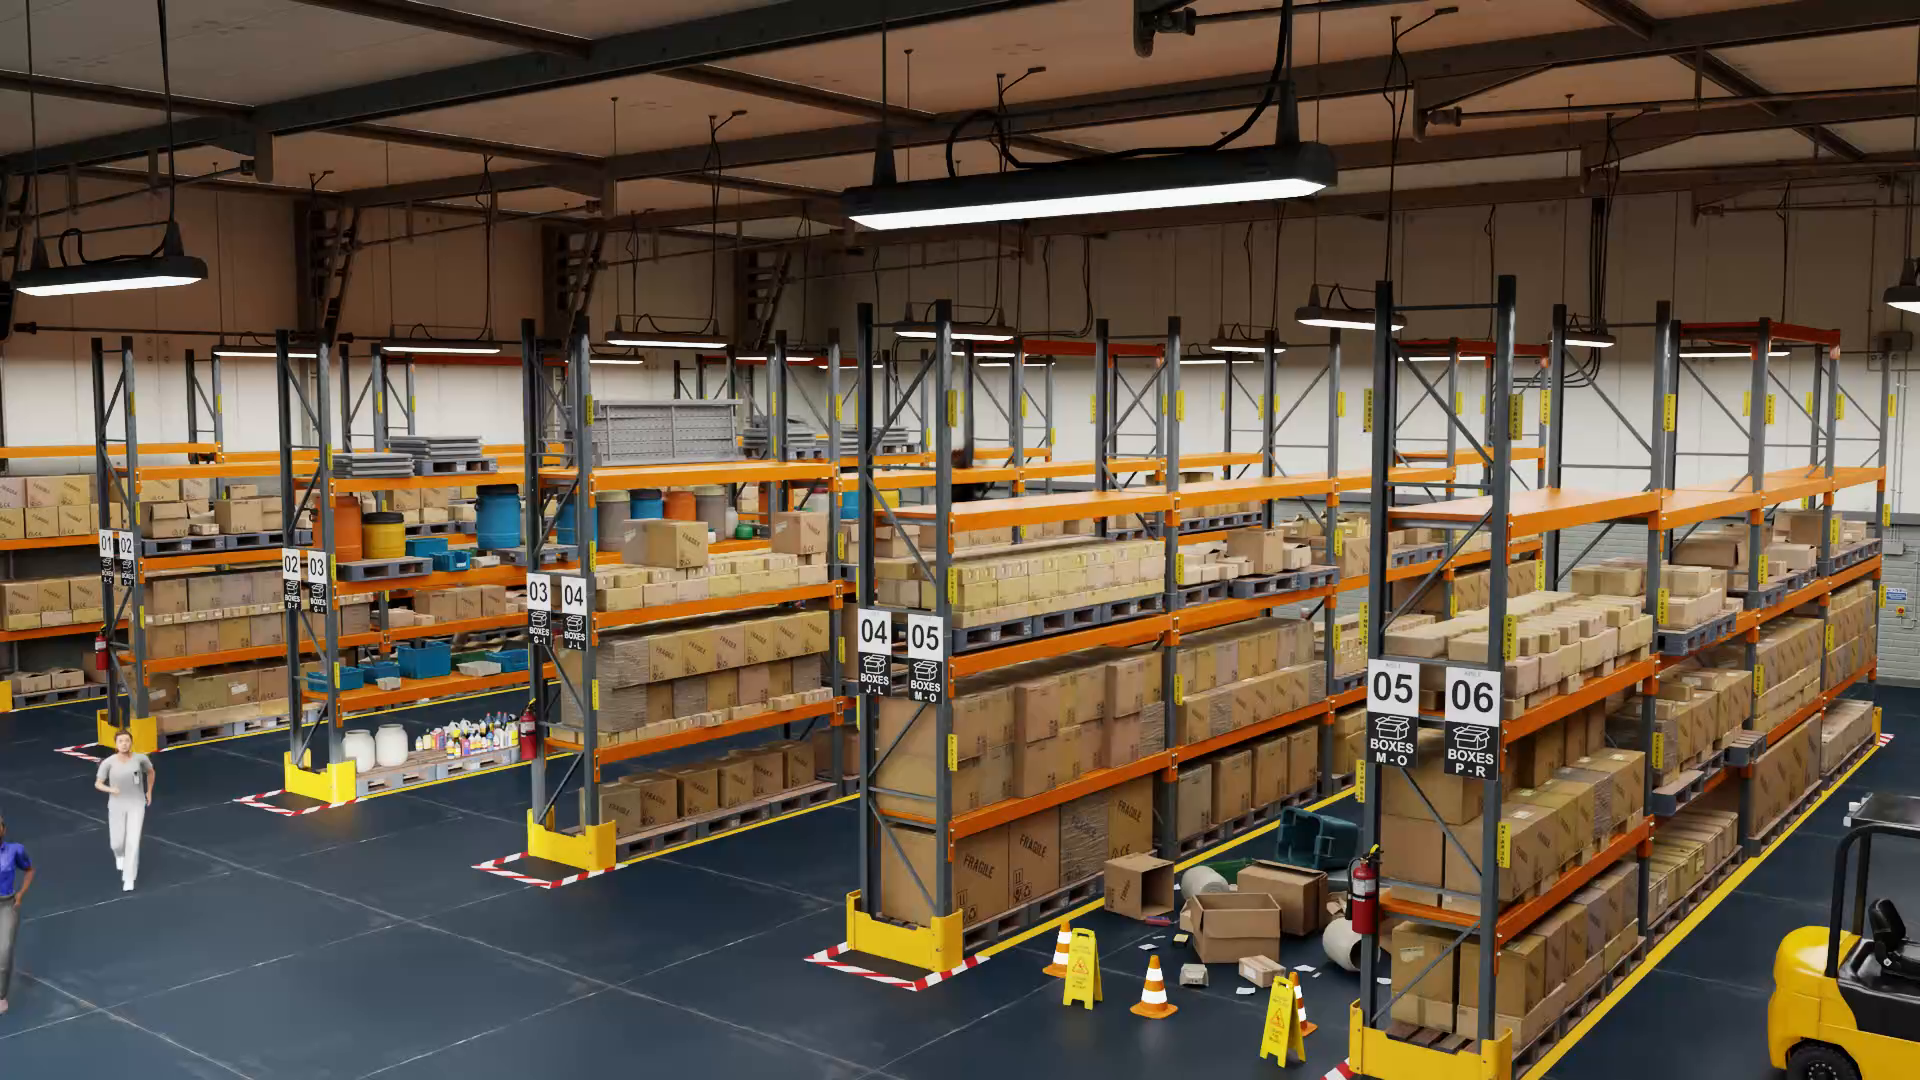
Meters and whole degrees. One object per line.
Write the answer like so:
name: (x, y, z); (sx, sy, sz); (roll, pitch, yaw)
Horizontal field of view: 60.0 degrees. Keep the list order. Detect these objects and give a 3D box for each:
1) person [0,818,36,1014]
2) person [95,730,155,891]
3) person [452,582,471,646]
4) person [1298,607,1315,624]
person: (-8.215, 3.150, 14.202); (0.572, 1.619, 0.803); (-2, 5, -23)
person: (-8.803, 2.810, 17.569); (0.577, 1.641, 0.794); (-3, 6, -28)
person: (-9.254, 1.634, 30.907); (0.639, 1.800, 0.795); (4, 6, 39)
person: (5.758, 1.940, 27.691); (0.613, 1.660, 0.726); (4, 6, 37)
